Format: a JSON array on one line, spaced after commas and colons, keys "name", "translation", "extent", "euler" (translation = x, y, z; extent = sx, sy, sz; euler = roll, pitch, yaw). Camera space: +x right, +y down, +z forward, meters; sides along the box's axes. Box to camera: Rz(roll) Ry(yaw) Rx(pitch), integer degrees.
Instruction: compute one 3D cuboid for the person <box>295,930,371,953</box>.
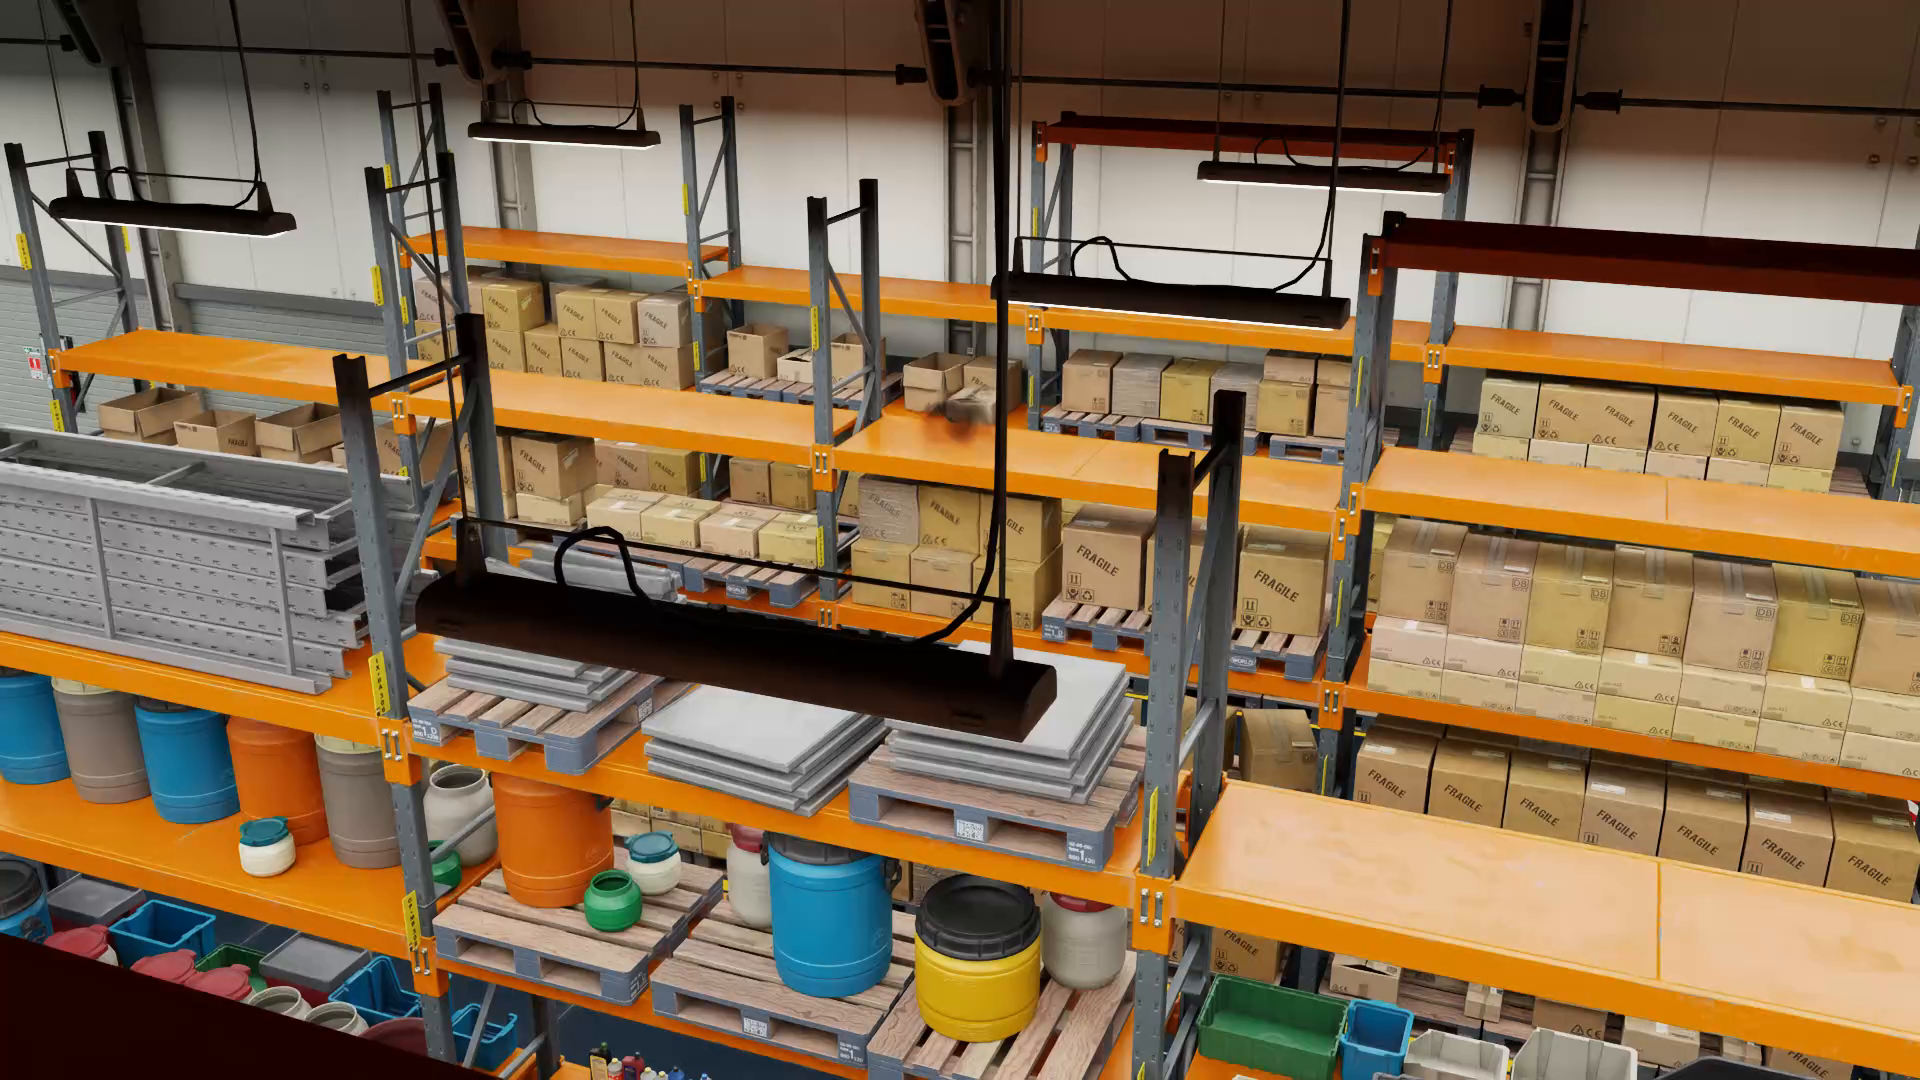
[{"name": "person", "translation": [-4.659, 2.838, 12.426], "extent": [0.626, 1.782, 0.414], "euler": [1, 21, 4]}]
